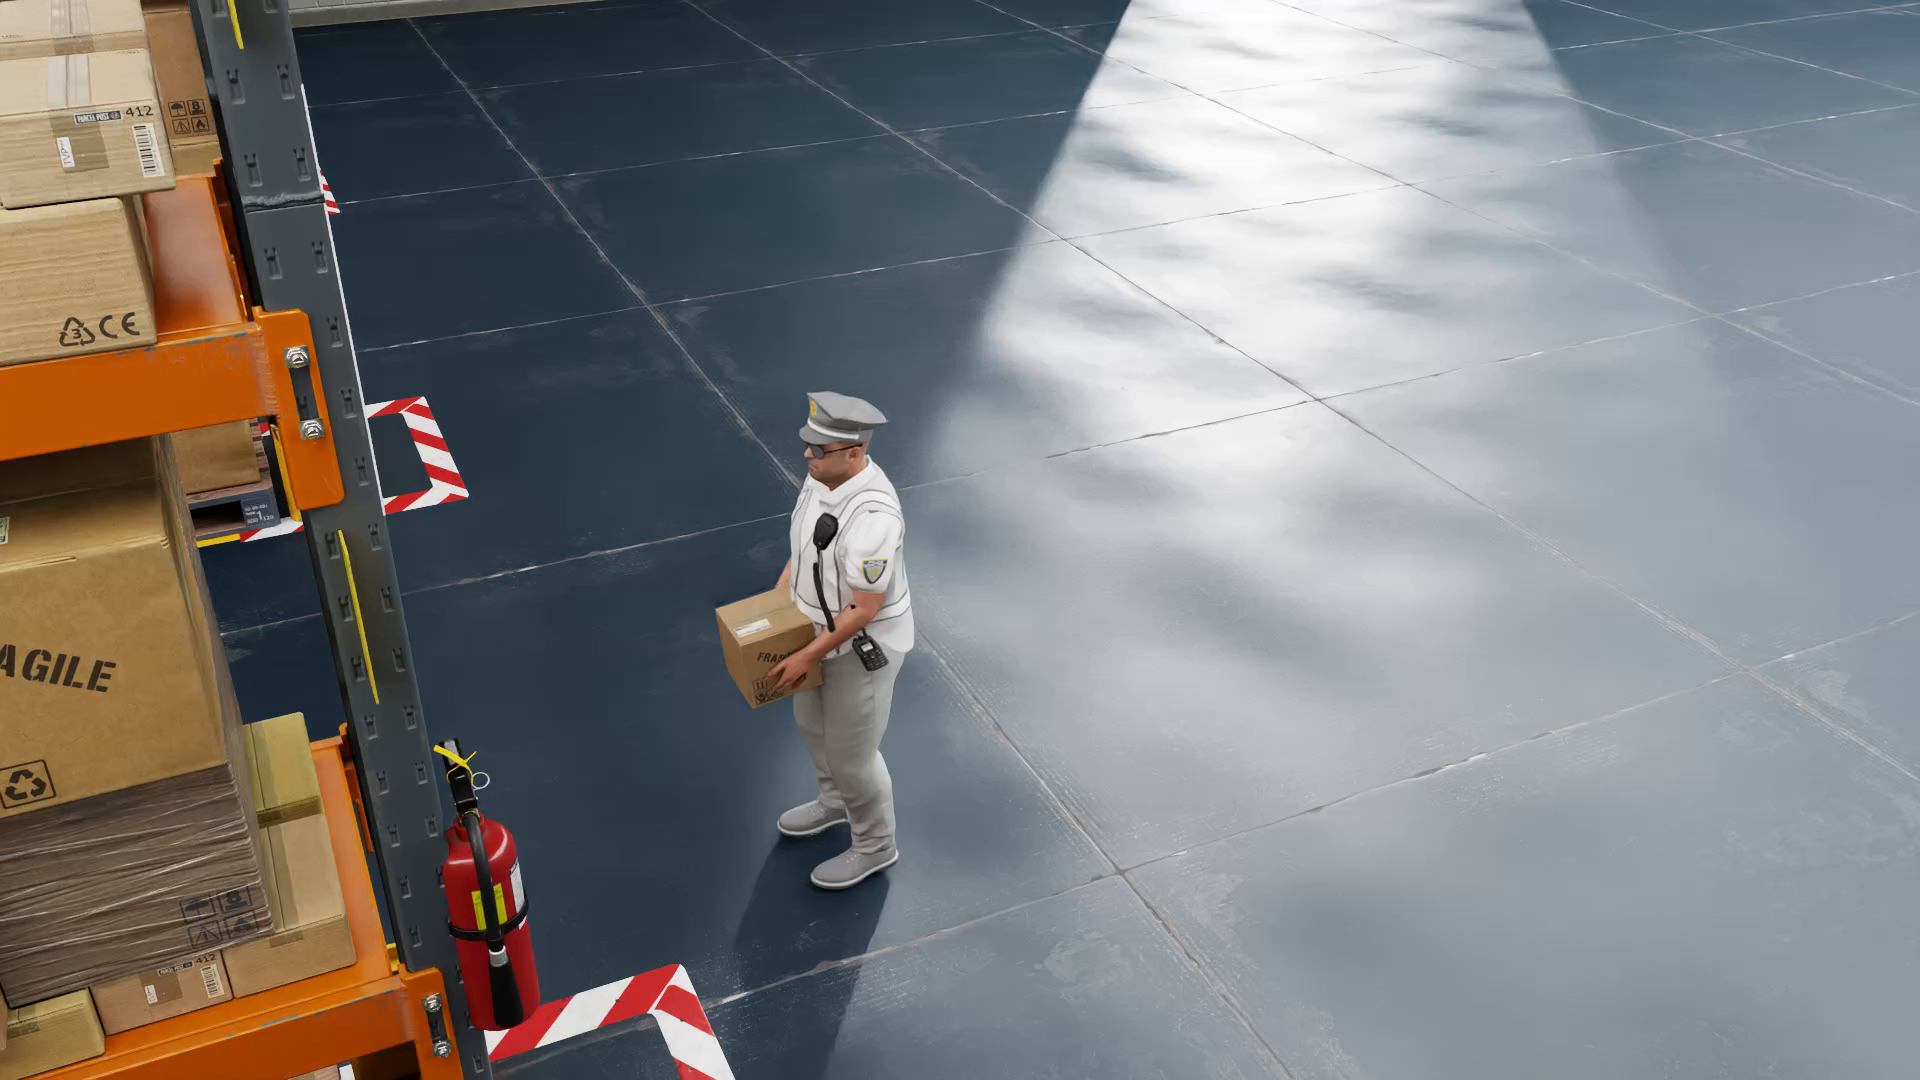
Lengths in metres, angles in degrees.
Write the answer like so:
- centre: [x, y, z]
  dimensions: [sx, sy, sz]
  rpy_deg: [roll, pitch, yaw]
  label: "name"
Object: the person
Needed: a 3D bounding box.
- centre: [-0.433, 0.335, 5.493]
  dimensions: [0.525, 1.773, 0.527]
  rpy_deg: [-13, 32, -22]
  label: "person"
